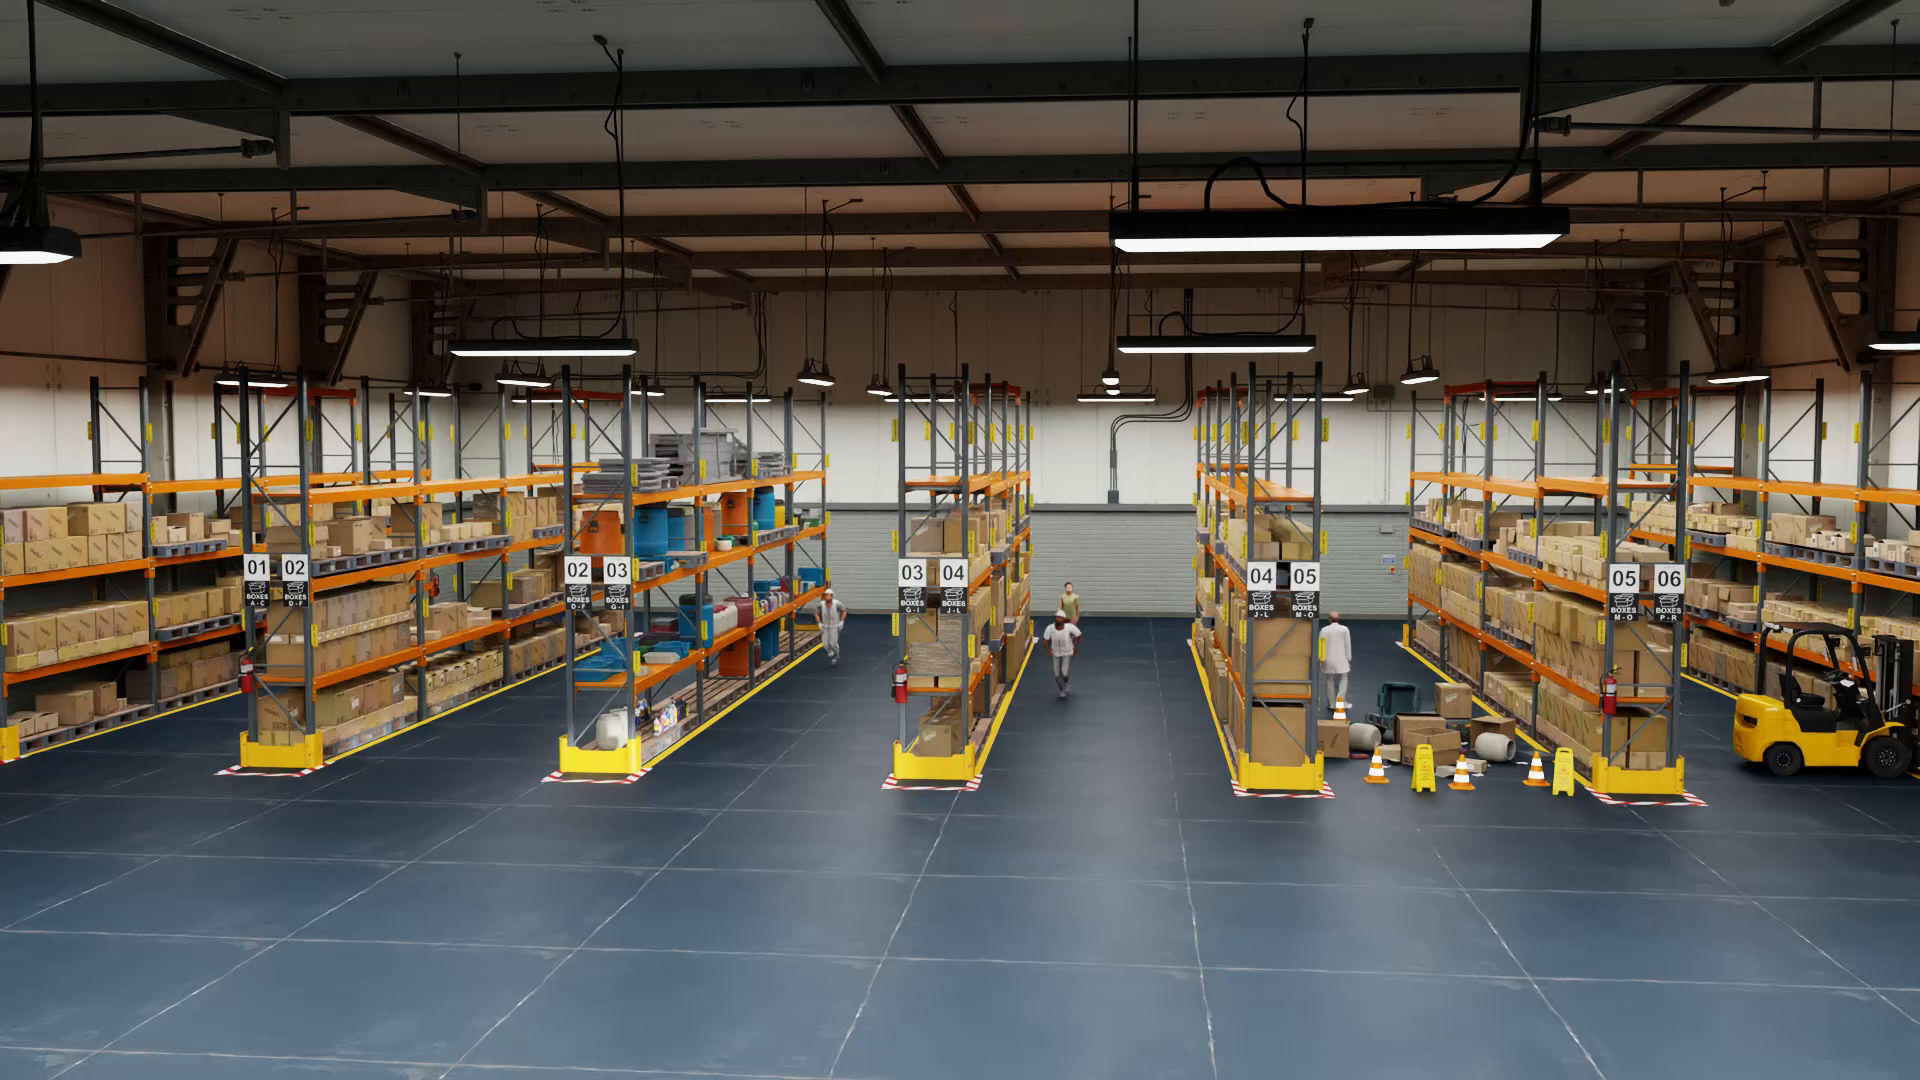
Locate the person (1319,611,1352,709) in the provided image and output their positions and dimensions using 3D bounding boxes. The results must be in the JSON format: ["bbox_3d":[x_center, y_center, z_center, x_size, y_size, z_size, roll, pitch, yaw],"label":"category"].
[{"bbox_3d":[6.799,2.184,30.175,0.614,1.775,0.613,0,4,4],"label":"person"}]

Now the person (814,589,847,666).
[{"bbox_3d":[-2.782,1.873,35.722,0.661,1.688,0.618,1,4,14],"label":"person"}]

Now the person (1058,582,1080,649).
[{"bbox_3d":[2.452,1.761,37.612,0.489,1.603,1.060,1,4,8],"label":"person"}]

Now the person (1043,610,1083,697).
[{"bbox_3d":[1.942,2.148,31.428,0.749,1.676,0.683,1,4,14],"label":"person"}]
